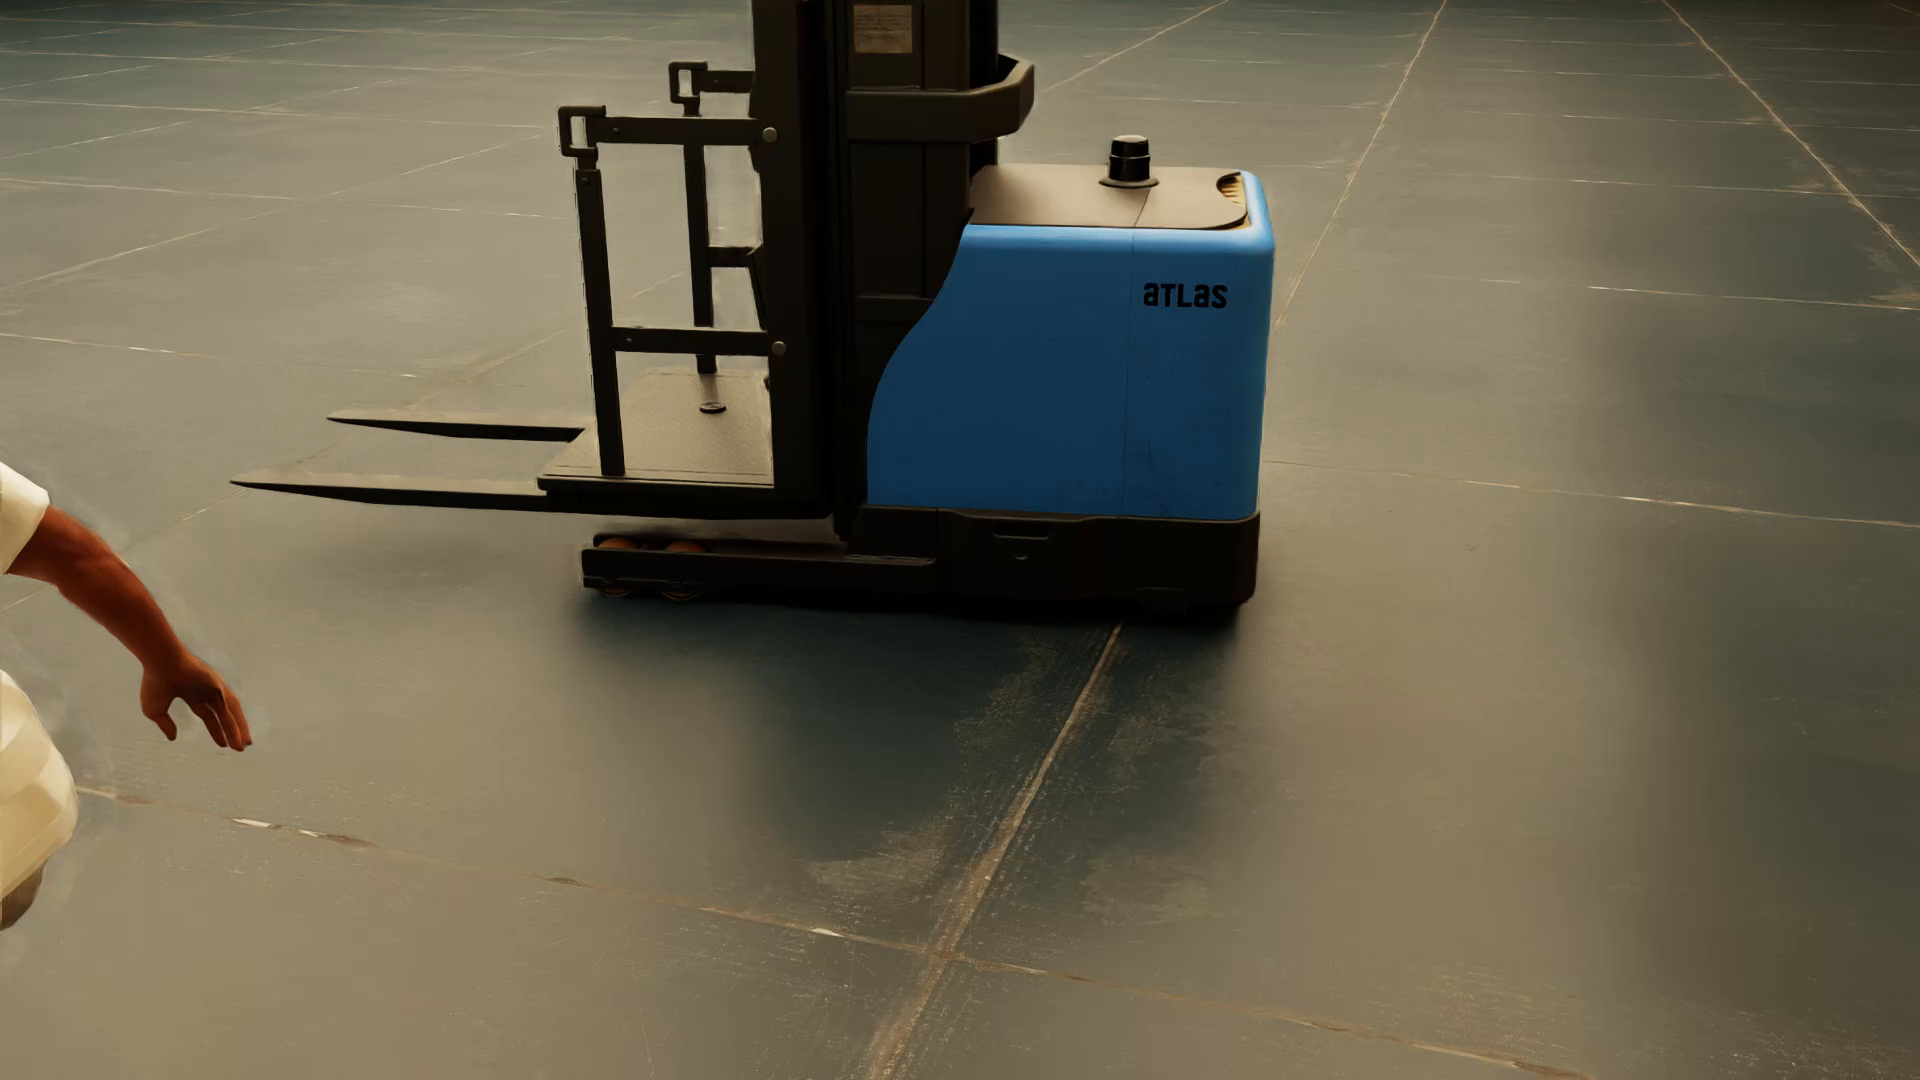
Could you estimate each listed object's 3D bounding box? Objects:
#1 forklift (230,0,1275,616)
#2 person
[{"bbox_3d":[-0.639,-1.379,4.619,3.031,2.935,1.130,3,23,7],"label":"forklift"},{"bbox_3d":[-1.507,0.356,2.161,0.804,1.599,0.816,9,24,20],"label":"person"}]
